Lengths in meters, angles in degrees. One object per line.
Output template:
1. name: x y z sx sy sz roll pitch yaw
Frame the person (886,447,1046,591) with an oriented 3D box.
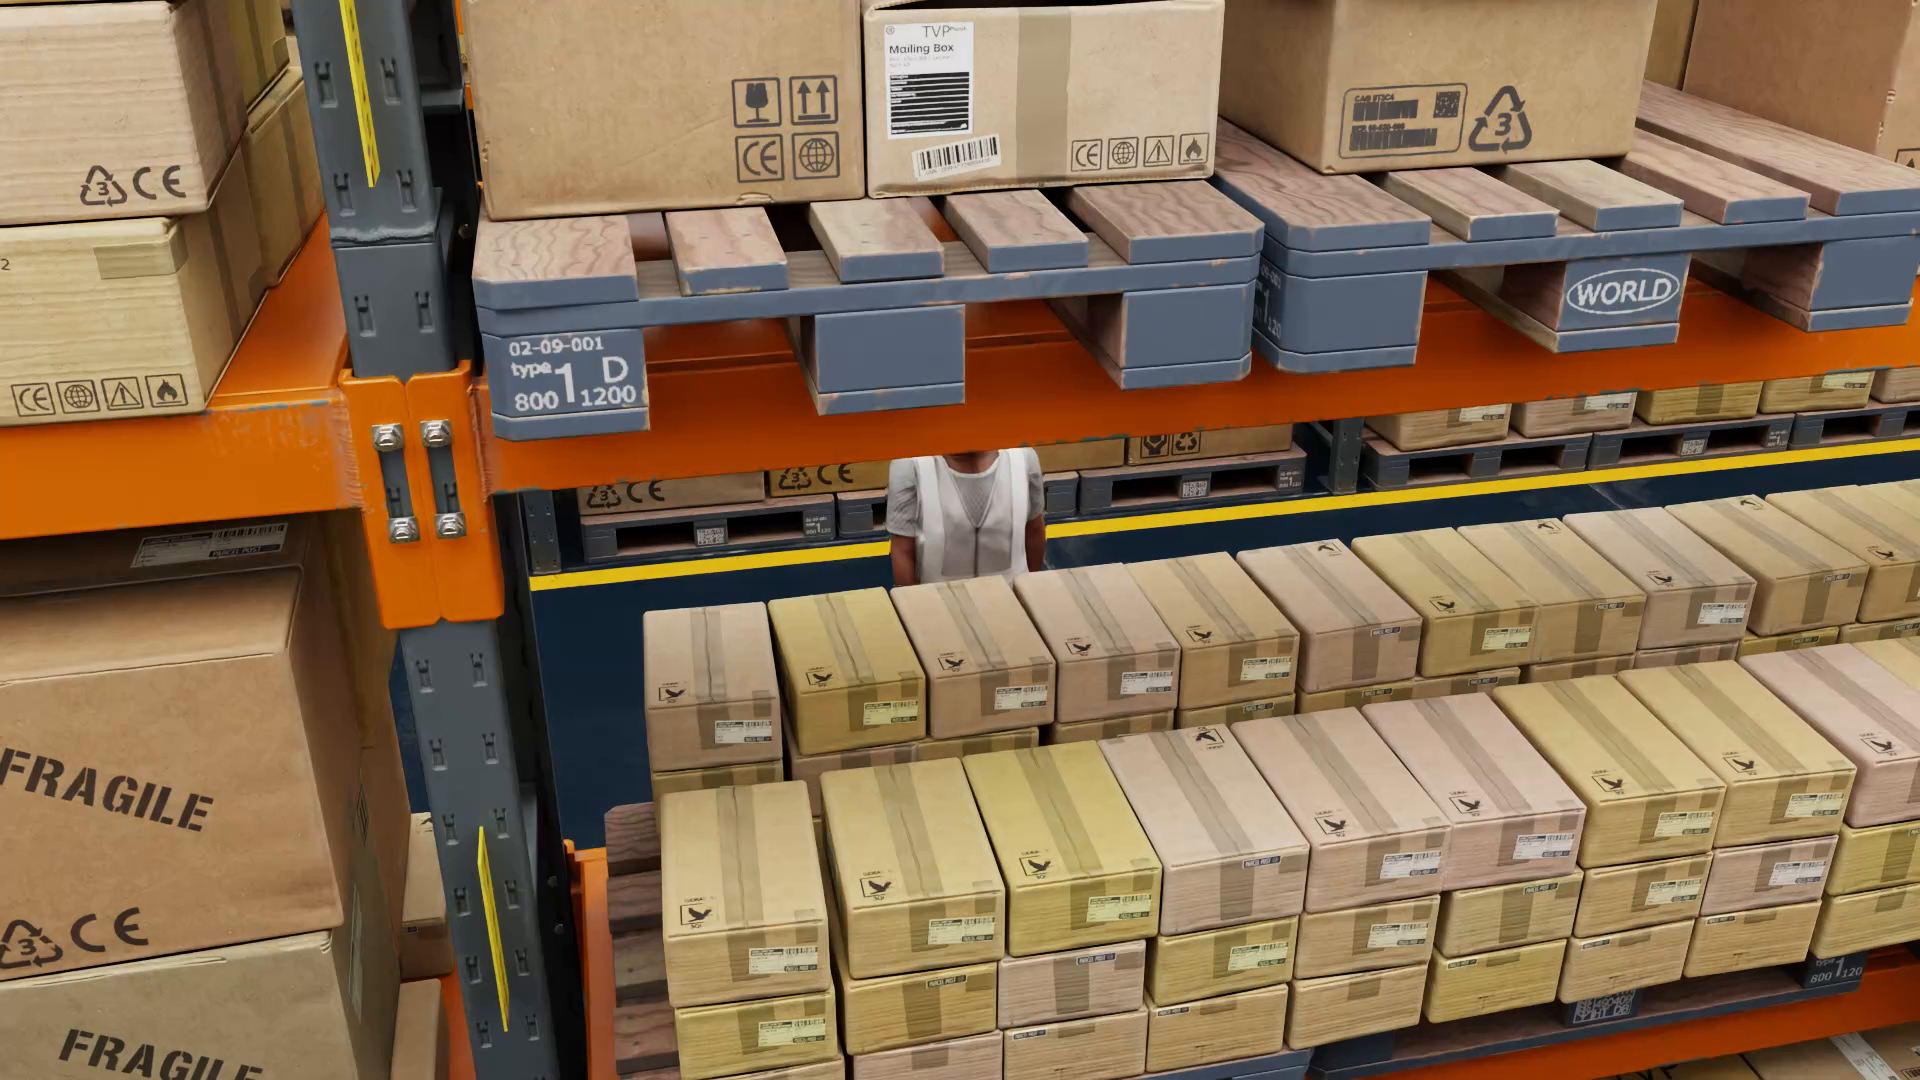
1. person: 0.039 0.223 5.646 0.574 1.760 0.795 -5 27 -10
